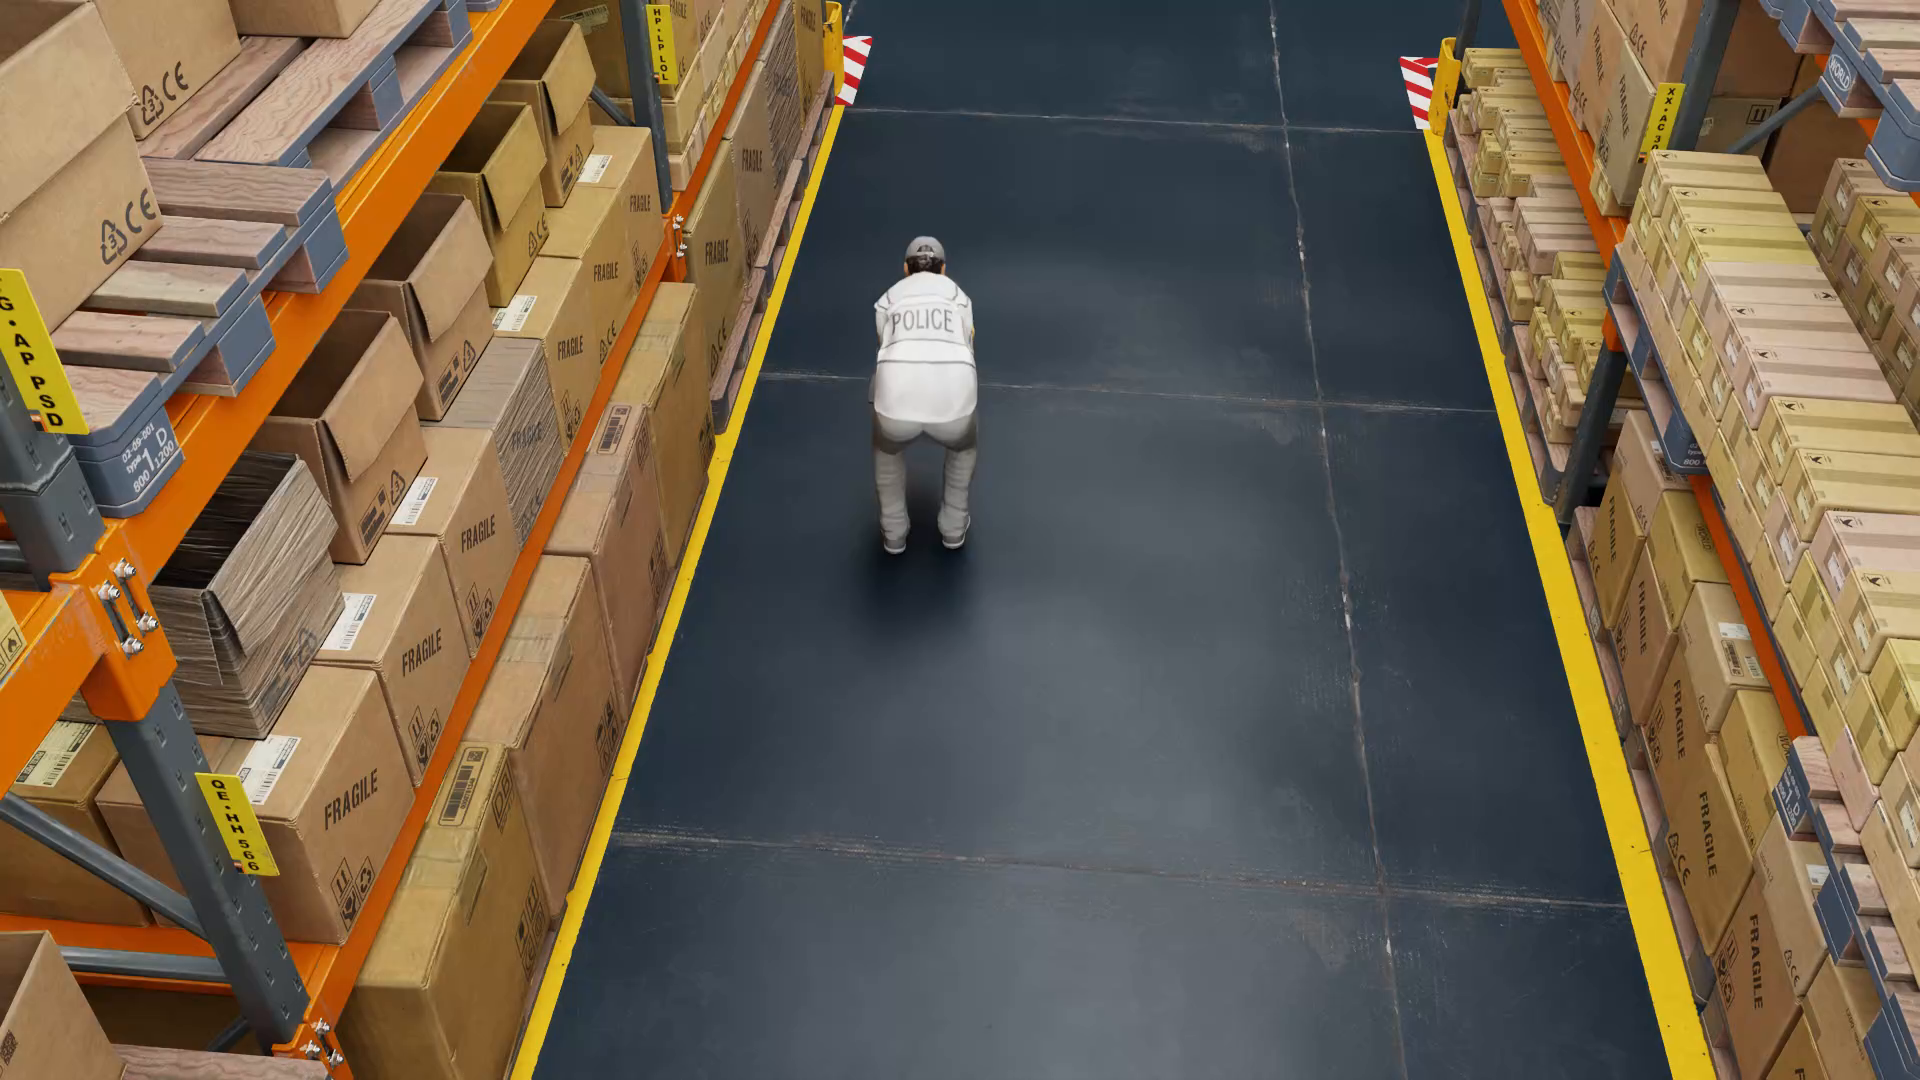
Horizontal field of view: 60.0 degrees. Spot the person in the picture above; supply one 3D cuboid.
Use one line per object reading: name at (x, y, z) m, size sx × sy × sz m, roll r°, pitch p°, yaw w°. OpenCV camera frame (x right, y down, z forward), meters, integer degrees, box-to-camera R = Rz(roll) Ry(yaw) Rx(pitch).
person at (-0.150, -0.590, 7.193) m, size 0.472 × 1.228 × 0.902 m, roll 0°, pitch 40°, yaw 1°
